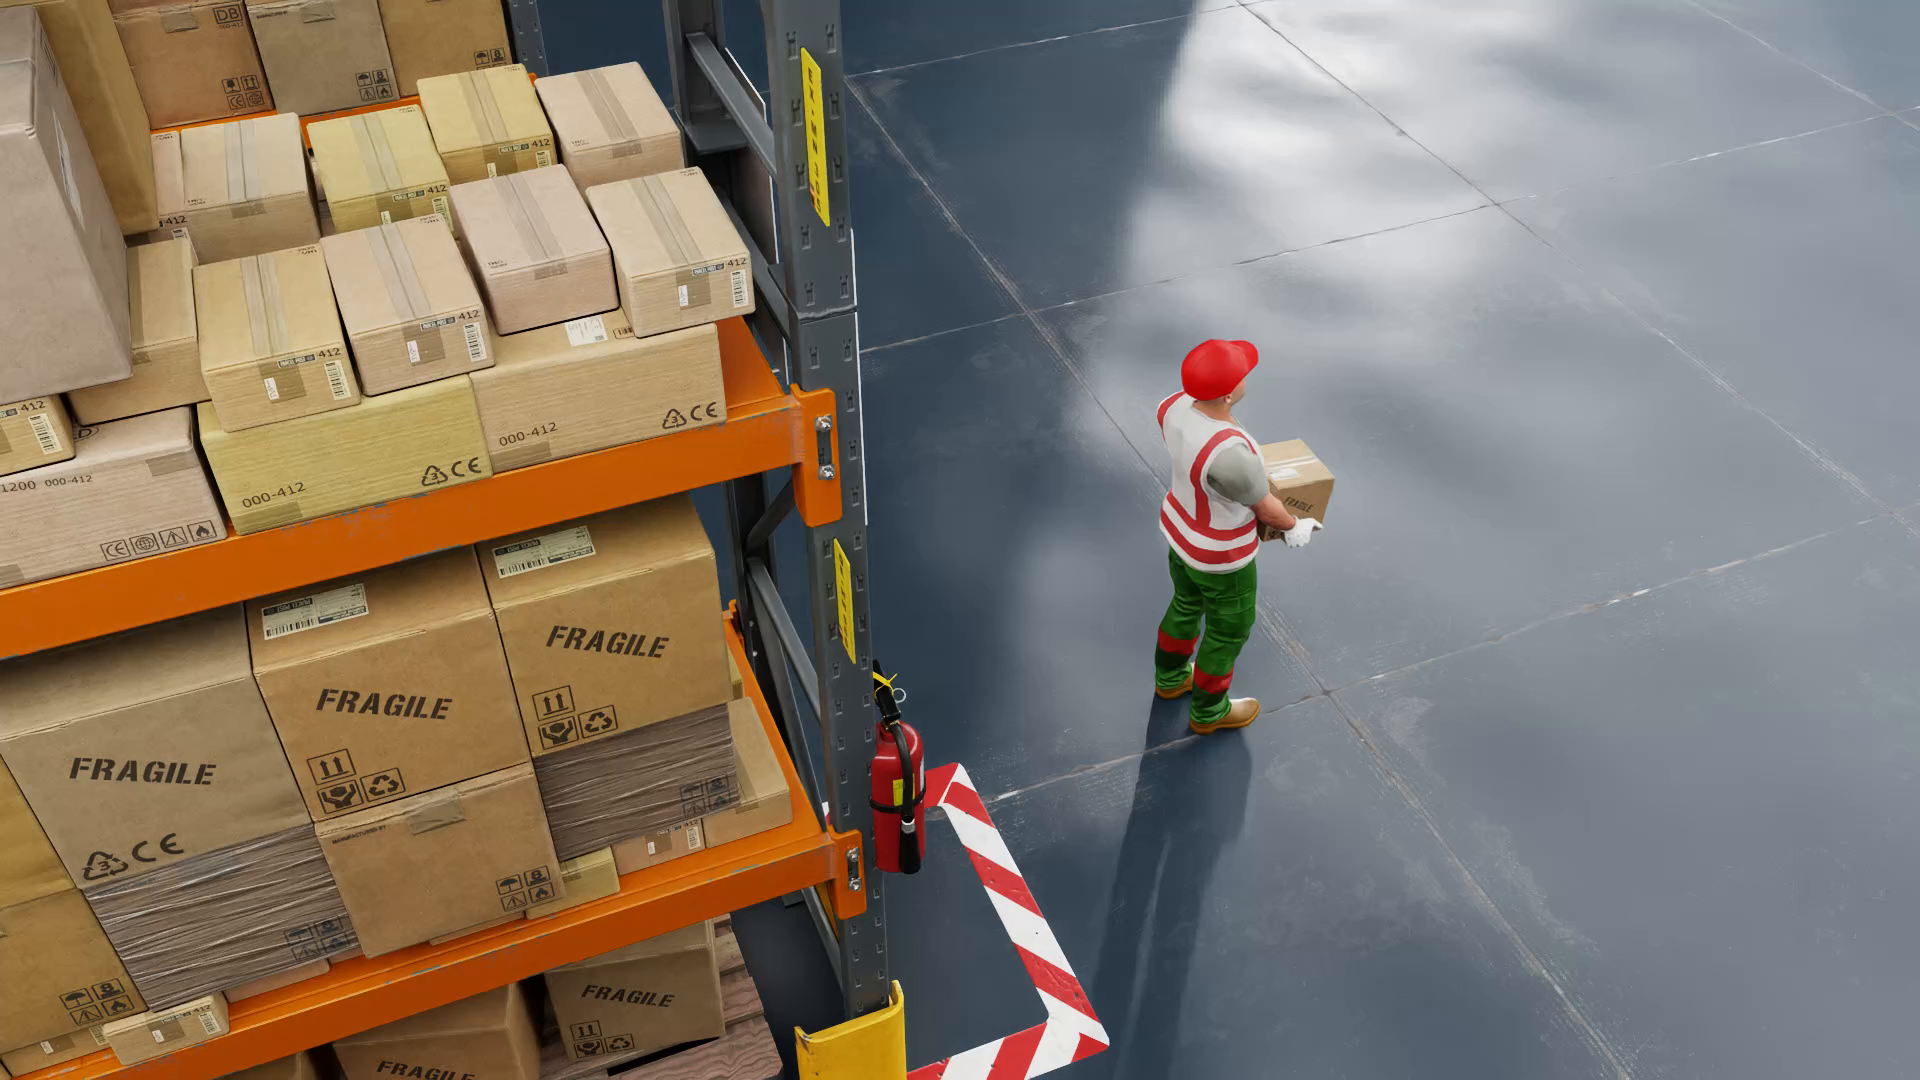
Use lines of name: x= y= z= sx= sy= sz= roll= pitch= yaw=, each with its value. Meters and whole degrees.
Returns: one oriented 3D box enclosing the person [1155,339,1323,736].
person: x=1.011 y=-0.024 z=6.170 sx=0.560 sy=1.787 sz=0.500 roll=-15 pitch=44 yaw=-17
